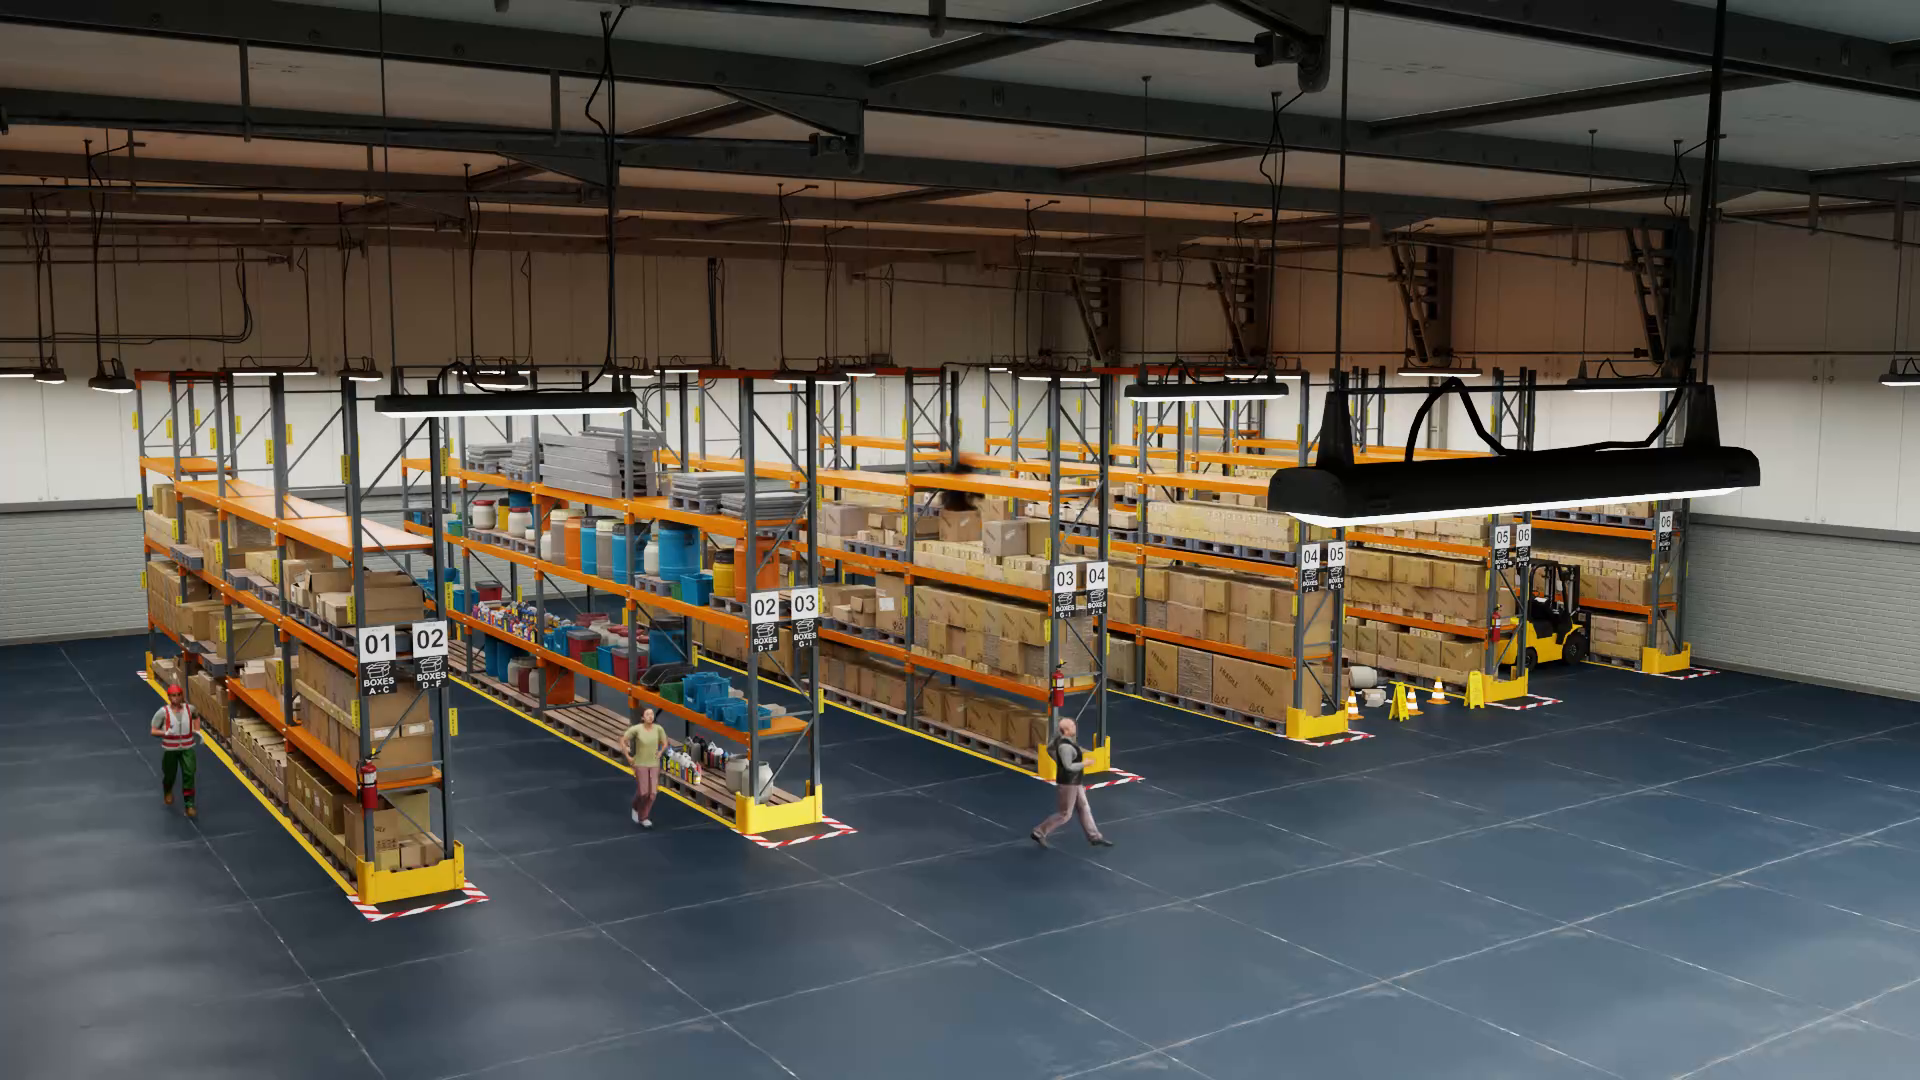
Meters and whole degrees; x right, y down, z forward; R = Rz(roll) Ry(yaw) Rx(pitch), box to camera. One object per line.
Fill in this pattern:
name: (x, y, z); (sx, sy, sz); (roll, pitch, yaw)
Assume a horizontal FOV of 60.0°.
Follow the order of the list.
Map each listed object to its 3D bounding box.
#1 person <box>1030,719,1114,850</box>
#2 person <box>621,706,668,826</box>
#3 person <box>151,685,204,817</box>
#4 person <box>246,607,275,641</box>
person: (1.427, 3.080, 21.031); (1.066, 1.670, 0.666); (0, 6, 4)
person: (-4.166, 3.019, 22.178); (0.623, 1.631, 0.502); (-4, 7, -29)
person: (-10.708, 2.856, 22.773); (0.668, 1.765, 0.998); (-5, 8, -35)
person: (-14.208, 1.757, 33.761); (0.595, 1.580, 0.591); (1, 7, 10)
